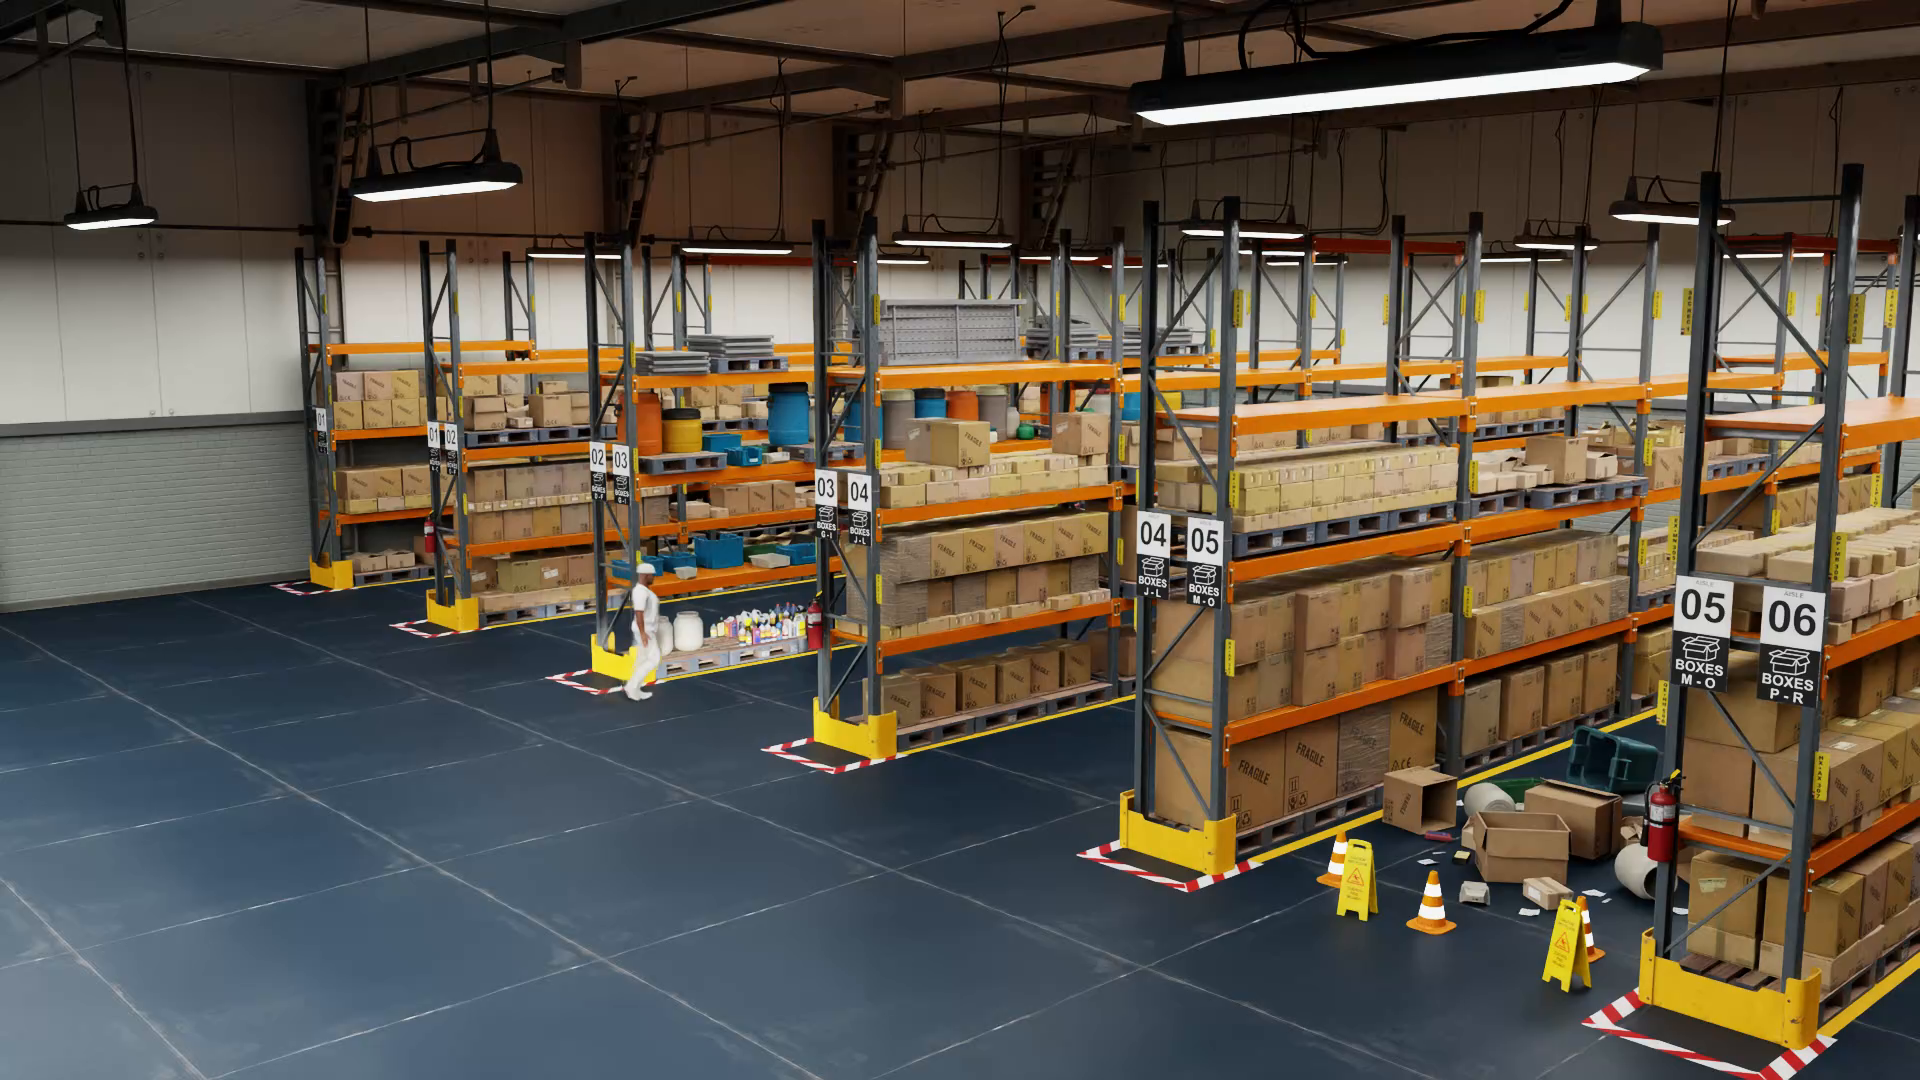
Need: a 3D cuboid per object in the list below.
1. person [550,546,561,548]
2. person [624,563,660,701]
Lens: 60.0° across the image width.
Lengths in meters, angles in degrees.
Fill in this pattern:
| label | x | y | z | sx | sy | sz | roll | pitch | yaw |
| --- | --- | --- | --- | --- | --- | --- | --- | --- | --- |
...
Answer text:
| label | x | y | z | sx | sy | sz | roll | pitch | yaw |
| --- | --- | --- | --- | --- | --- | --- | --- | --- | --- |
| person | -7.106 | 0.039 | 29.423 | 0.510 | 1.642 | 0.407 | 8 | 12 | 44 |
| person | -4.069 | 1.168 | 21.343 | 0.466 | 1.750 | 0.676 | 0 | 8 | -2 |
